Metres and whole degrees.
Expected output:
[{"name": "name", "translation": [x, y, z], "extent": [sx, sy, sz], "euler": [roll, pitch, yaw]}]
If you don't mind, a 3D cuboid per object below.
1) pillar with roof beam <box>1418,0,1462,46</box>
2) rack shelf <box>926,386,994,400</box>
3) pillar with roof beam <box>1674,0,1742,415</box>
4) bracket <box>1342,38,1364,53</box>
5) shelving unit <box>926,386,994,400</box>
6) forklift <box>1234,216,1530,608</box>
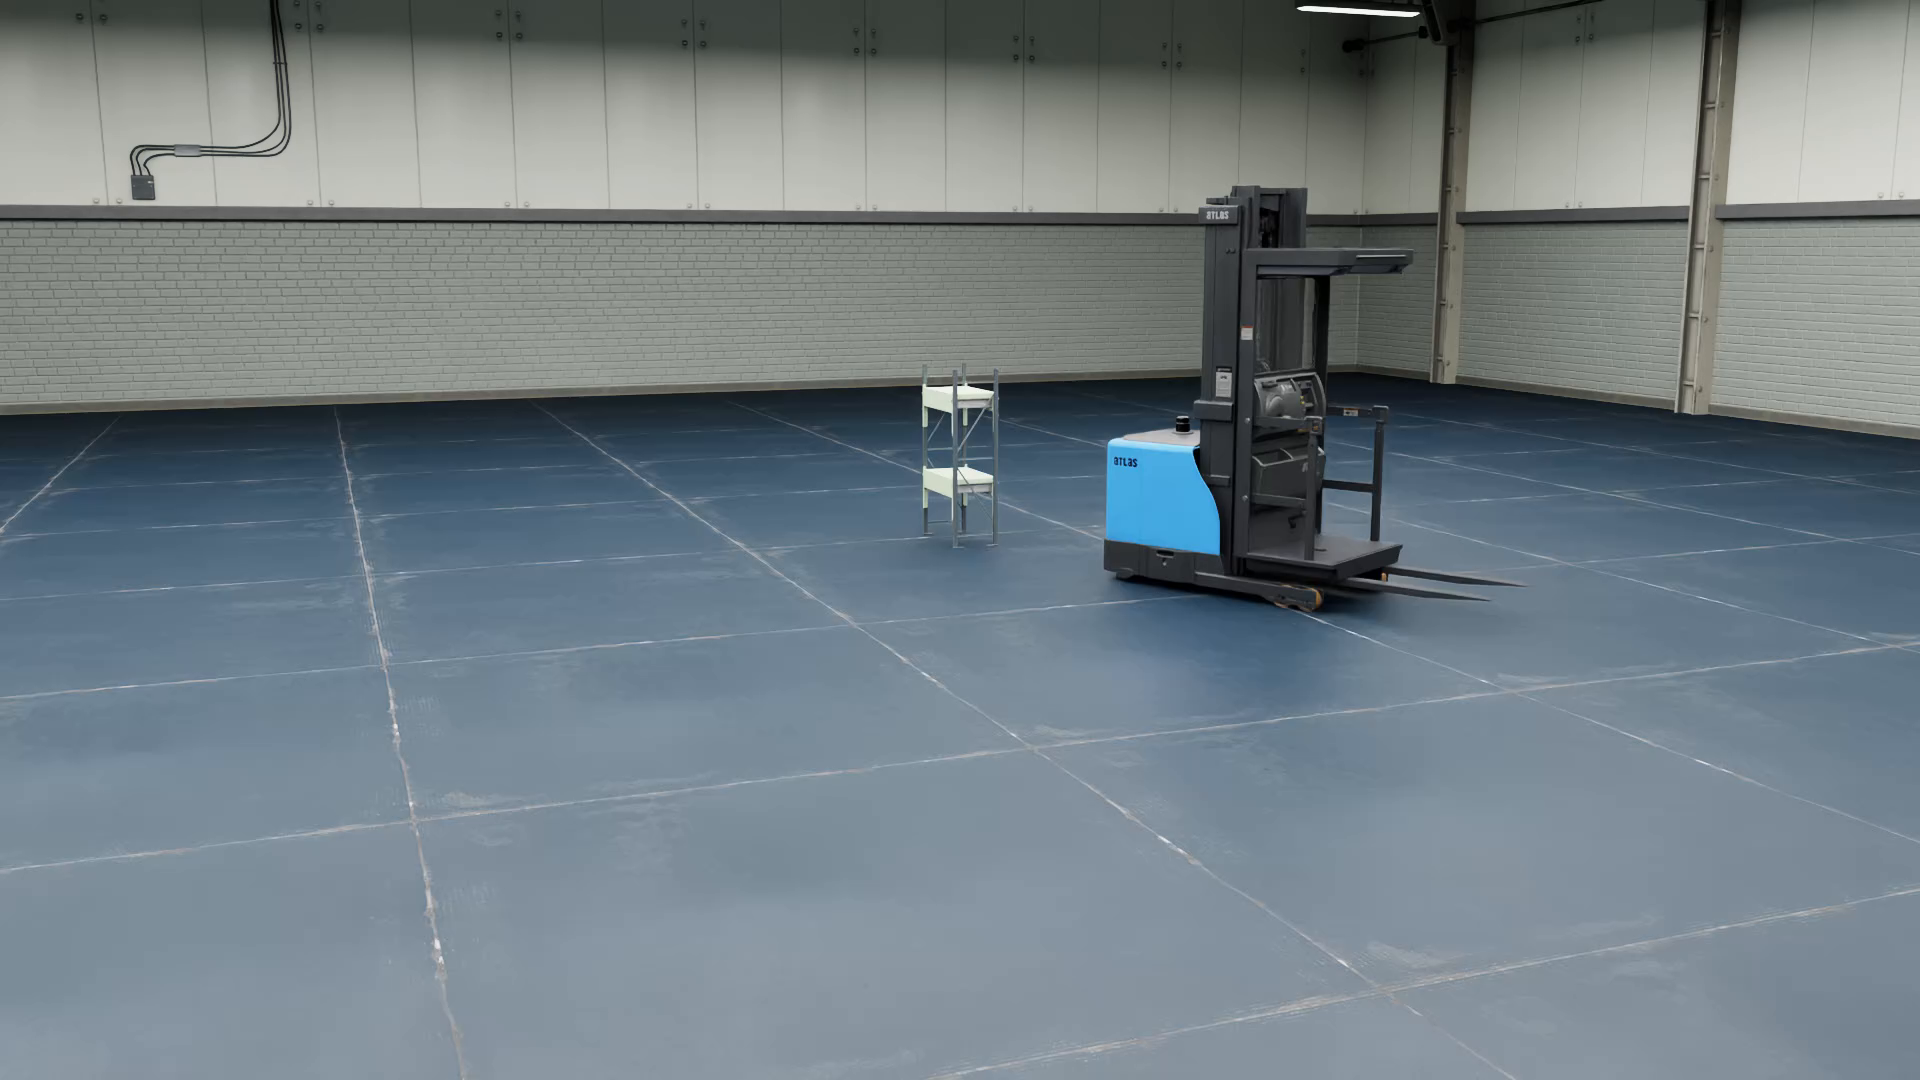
[{"name": "pillar with roof beam", "translation": [4.743, -10.010, 27.831], "extent": [8.718, 2.987, 0.548], "euler": [-4, 11, -21]}, {"name": "rack shelf", "translation": [-0.002, -1.255, 14.203], "extent": [0.368, 0.052, 0.686], "euler": [-4, 11, -21]}, {"name": "pillar with roof beam", "translation": [7.096, -6.083, 22.920], "extent": [9.100, 9.000, 0.548], "euler": [-4, 11, -21]}, {"name": "bracket", "translation": [7.594, -9.539, 32.076], "extent": [0.235, 0.232, 0.430], "euler": [-4, 11, -21]}, {"name": "shelving unit", "translation": [-0.002, -1.255, 14.203], "extent": [0.368, 0.052, 0.686], "euler": [-4, 11, -21]}, {"name": "forklift", "translation": [2.876, -0.899, 11.669], "extent": [2.170, 2.733, 1.118], "euler": [9, 13, 40]}]
